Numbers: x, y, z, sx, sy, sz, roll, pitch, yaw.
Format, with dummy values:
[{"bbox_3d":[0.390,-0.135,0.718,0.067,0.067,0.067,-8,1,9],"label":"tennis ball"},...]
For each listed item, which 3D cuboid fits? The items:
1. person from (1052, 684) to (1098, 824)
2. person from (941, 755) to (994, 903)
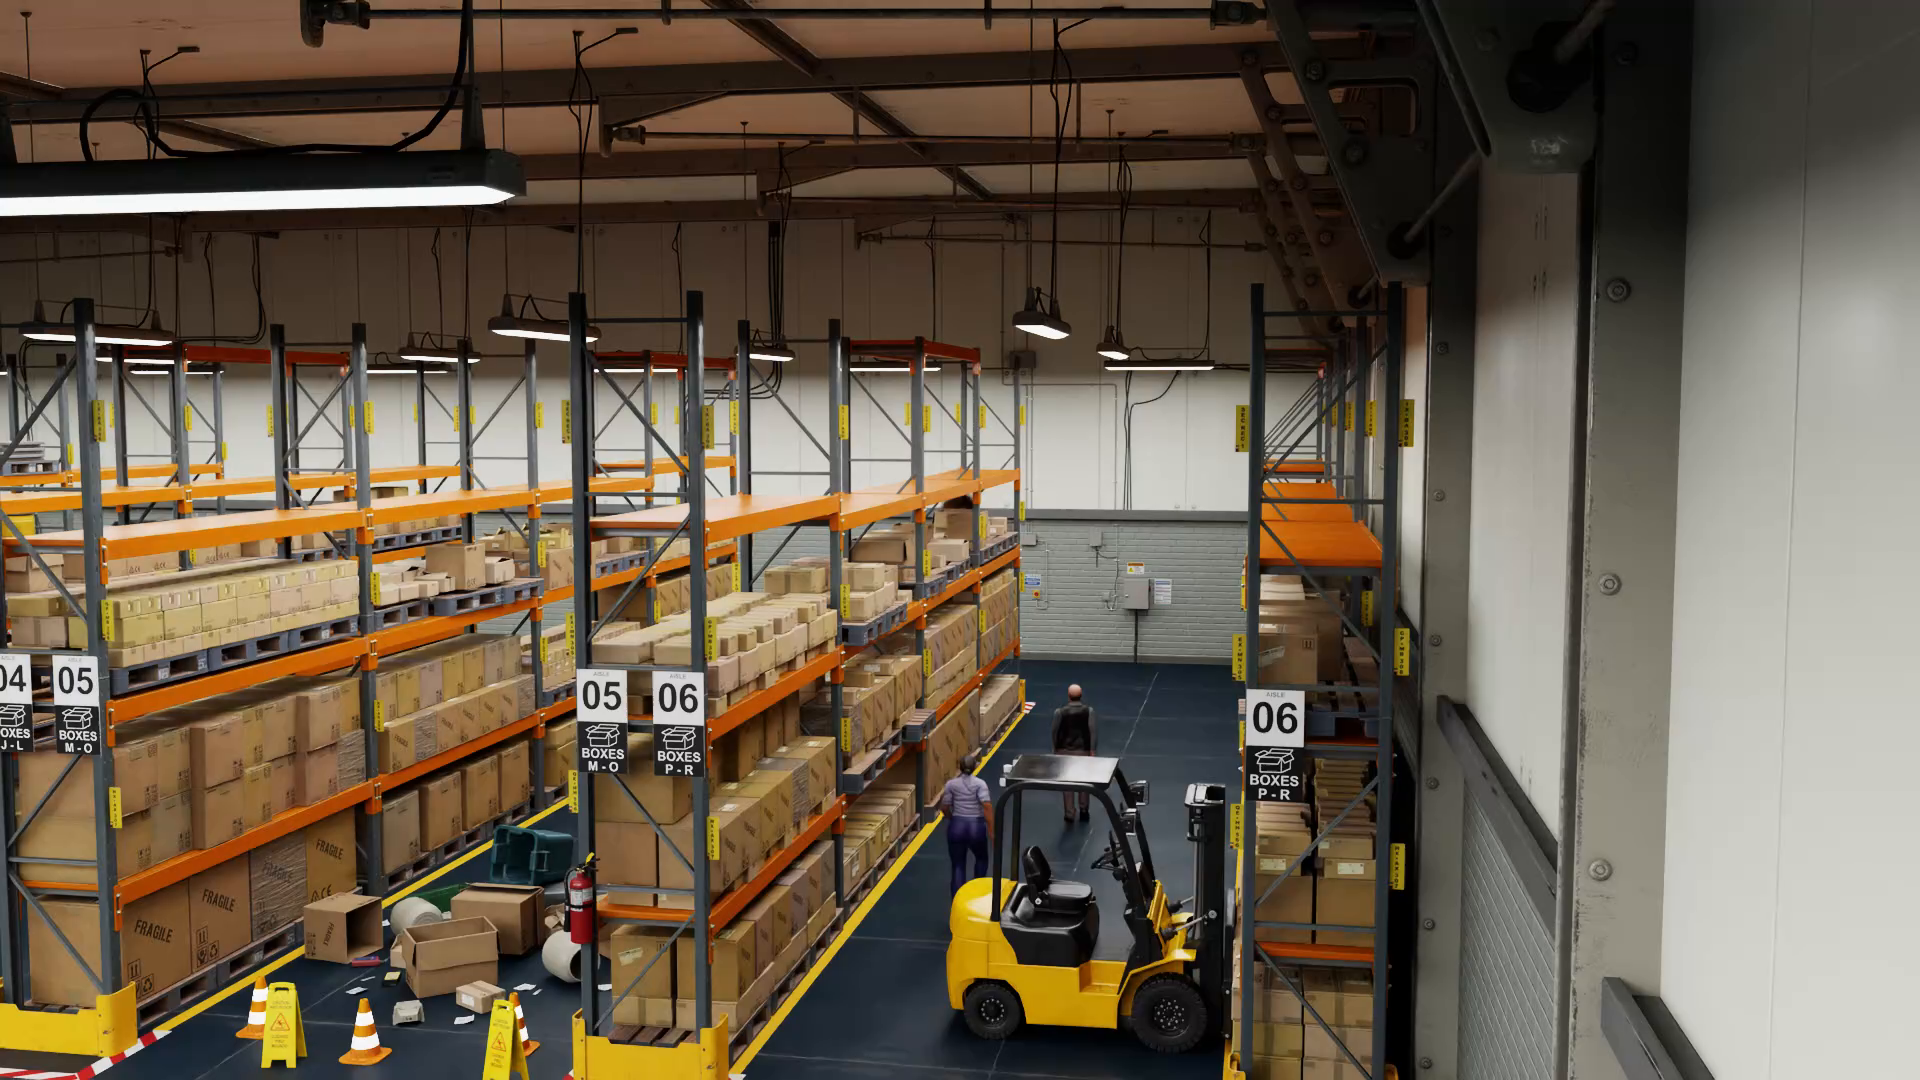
[{"bbox_3d":[1.424,2.645,20.648,0.574,1.745,0.689,0,5,4],"label":"person"},{"bbox_3d":[0.082,3.028,16.993,0.580,1.668,0.806,1,5,11],"label":"person"}]
